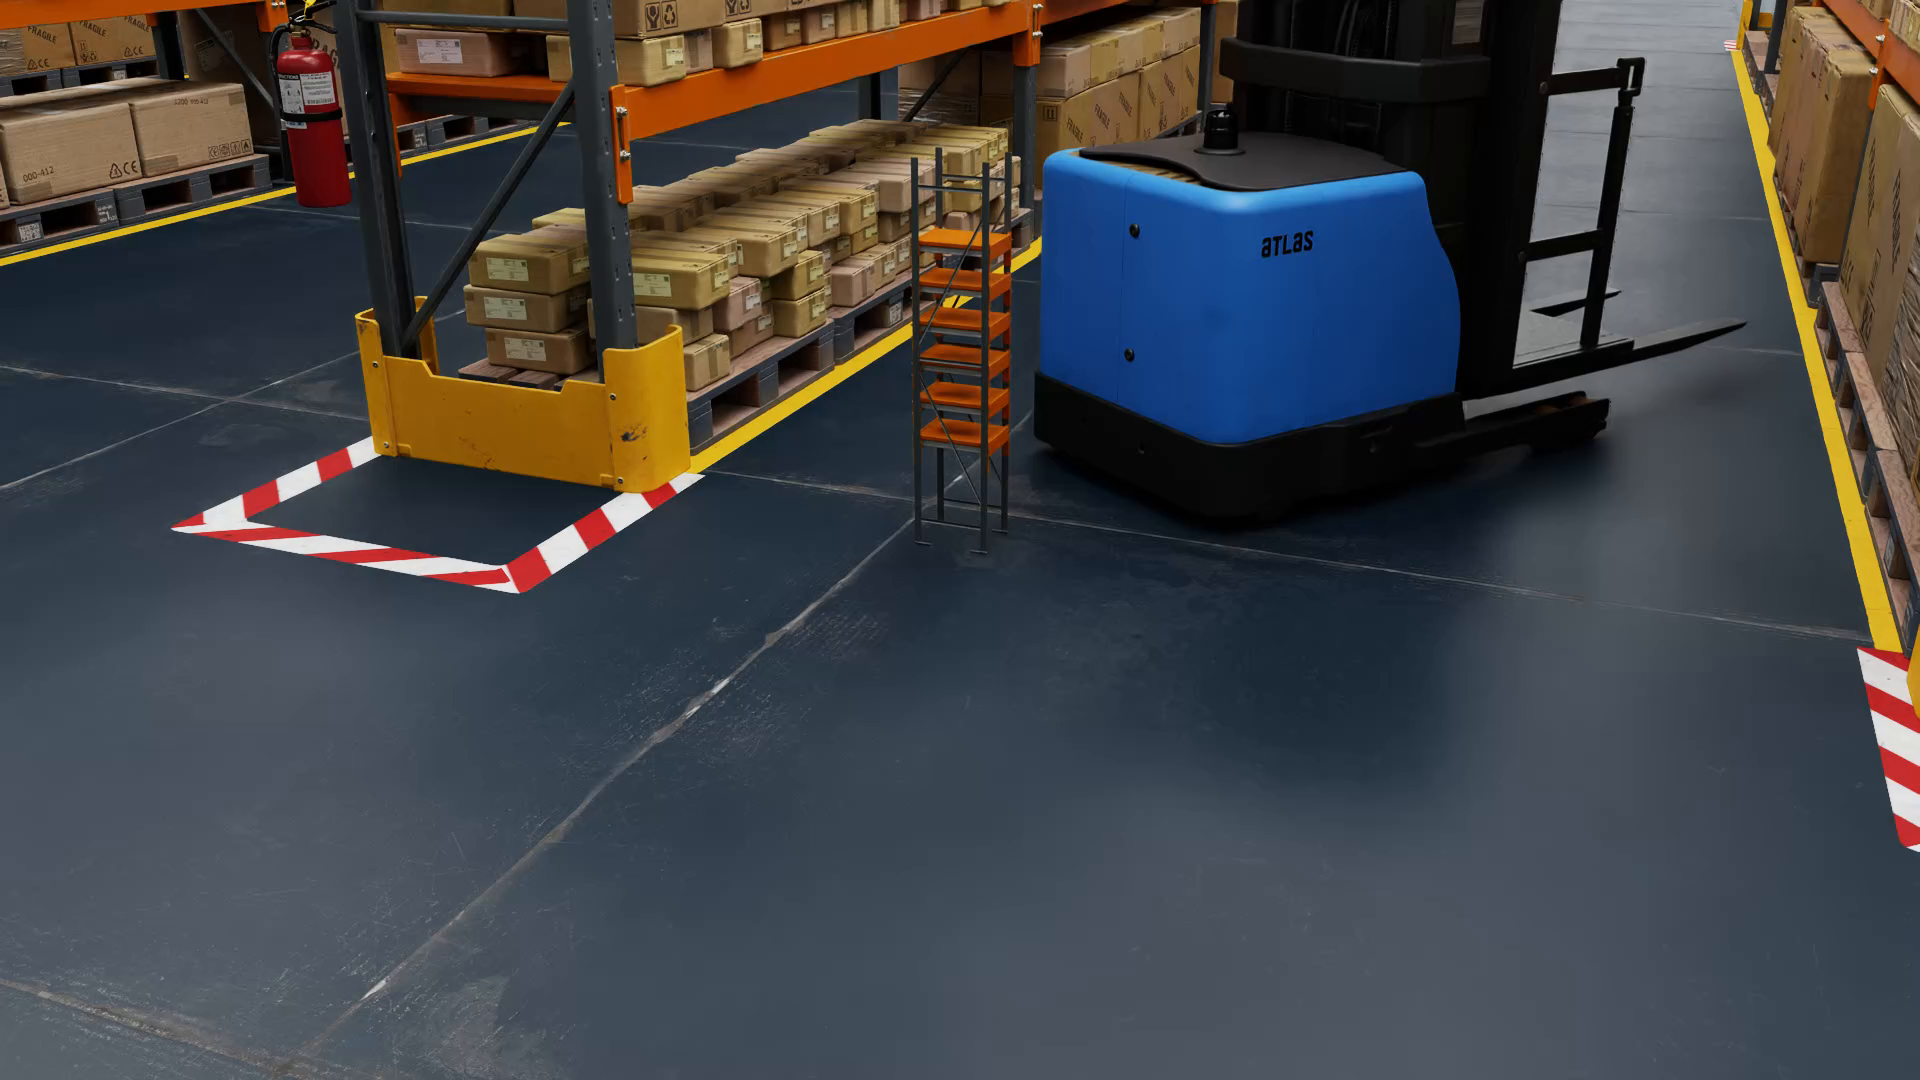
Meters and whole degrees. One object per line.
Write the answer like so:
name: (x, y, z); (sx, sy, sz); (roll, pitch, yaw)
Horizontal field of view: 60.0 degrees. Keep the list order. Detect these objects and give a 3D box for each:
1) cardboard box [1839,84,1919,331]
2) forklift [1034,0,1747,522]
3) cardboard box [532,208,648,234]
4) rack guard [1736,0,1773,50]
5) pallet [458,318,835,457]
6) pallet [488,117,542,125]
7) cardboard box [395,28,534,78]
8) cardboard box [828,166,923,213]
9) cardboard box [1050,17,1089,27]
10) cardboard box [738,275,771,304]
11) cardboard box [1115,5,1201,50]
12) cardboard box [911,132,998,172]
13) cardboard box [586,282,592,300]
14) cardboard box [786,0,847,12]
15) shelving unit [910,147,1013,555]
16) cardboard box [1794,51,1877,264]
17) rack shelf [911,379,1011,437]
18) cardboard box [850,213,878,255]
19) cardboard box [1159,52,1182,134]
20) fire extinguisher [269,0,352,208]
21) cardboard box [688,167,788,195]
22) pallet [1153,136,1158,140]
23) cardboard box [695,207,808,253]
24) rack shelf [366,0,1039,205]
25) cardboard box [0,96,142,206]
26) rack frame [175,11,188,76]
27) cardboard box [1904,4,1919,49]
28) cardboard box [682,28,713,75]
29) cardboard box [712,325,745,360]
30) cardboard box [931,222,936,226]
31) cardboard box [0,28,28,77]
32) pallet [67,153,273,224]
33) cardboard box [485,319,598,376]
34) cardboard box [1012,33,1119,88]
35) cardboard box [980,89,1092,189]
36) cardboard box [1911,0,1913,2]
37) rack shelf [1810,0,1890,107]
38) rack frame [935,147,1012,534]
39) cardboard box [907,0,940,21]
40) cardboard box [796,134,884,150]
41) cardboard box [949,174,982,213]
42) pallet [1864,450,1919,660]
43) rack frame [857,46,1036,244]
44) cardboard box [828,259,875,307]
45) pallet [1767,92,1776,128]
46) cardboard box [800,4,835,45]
cardboard box: (4.169, -1.325, 6.742); (0.875, 0.875, 0.875); (9, 24, 20)
forklift: (1.778, -1.828, 5.824); (3.031, 2.935, 1.130); (-14, 27, -30)
cardboard box: (-1.479, -1.222, 6.666); (0.380, 0.149, 0.250); (8, 24, 19)
rack guard: (8.917, -5.450, 17.649); (1.175, 0.500, 0.348); (9, 24, 20)
pallet: (-1.202, -0.677, 6.598); (1.003, 0.211, 1.213); (9, 24, 20)
pallet: (-3.590, -3.628, 13.663); (1.003, 0.211, 1.213); (9, 24, 20)
cardboard box: (-1.707, -1.692, 5.736); (0.380, 0.149, 0.250); (9, 24, 20)
cardboard box: (-0.386, -1.593, 7.555); (0.380, 0.149, 0.250); (8, 24, 18)
cardboard box: (0.541, -3.331, 11.059); (0.500, 0.250, 0.500); (9, 24, 20)
cardboard box: (-0.969, -1.008, 6.538); (0.380, 0.149, 0.250); (9, 24, 21)
cardboard box: (1.396, -3.618, 11.745); (0.500, 0.250, 0.500); (8, 24, 19)
cardboard box: (-0.028, -1.974, 8.465); (0.380, 0.149, 0.250); (9, 24, 21)
cardboard box: (-1.487, -0.982, 6.478); (0.380, 0.149, 0.250); (8, 24, 19)
cardboard box: (-0.773, -2.324, 6.407); (0.500, 0.500, 0.500); (9, 24, 21)
shelving unit: (0.005, -0.559, 5.031); (0.258, 1.200, 0.189); (9, 24, 20)
cardboard box: (4.707, -1.782, 7.835); (1.225, 0.875, 0.875); (9, 24, 20)
rack shelf: (0.005, -0.407, 5.095); (0.258, 0.103, 0.180); (9, 24, 20)
cardboard box: (-0.591, -1.391, 7.456); (0.380, 0.149, 0.250); (10, 25, 23)
cardboard box: (1.208, -3.096, 11.469); (0.500, 0.500, 0.500); (10, 25, 22)
fire extinguisher: (-2.087, -1.419, 5.340); (0.296, 0.674, 0.183); (9, 24, 20)
cardboard box: (-1.004, -1.586, 7.538); (0.380, 0.149, 0.250); (9, 24, 20)
pallet: (0.660, -2.513, 10.992); (1.003, 0.211, 1.213); (9, 24, 20)
cardboard box: (-0.837, -1.231, 6.688); (0.380, 0.149, 0.250); (8, 24, 17)
rack shelf: (-0.822, -2.035, 7.163); (1.077, 0.370, 4.000); (9, 24, 20)
cardboard box: (-5.378, -2.237, 9.493); (0.875, 0.438, 0.875); (8, 24, 18)
rack frame: (-7.837, -5.896, 15.473); (1.000, 3.000, 0.127); (9, 24, 20)
cardboard box: (3.875, -1.974, 6.409); (0.380, 0.149, 0.250); (10, 25, 22)
cardboard box: (-1.084, -1.701, 5.757); (0.380, 0.149, 0.250); (10, 25, 22)
cardboard box: (-1.052, -0.776, 6.371); (0.380, 0.149, 0.250); (9, 24, 20)
cardboard box: (-0.332, -1.510, 8.127); (0.380, 0.149, 0.250); (8, 24, 19)
cardboard box: (-8.358, -4.200, 14.112); (0.500, 0.500, 0.500); (8, 24, 18)
pallet: (-5.068, -2.207, 10.261); (1.003, 0.211, 1.213); (9, 24, 20)
cardboard box: (-1.563, -0.748, 6.302); (0.380, 0.149, 0.250); (9, 24, 21)
cardboard box: (0.636, -2.886, 9.994); (0.500, 0.250, 0.500); (9, 24, 22)
cardboard box: (0.441, -2.349, 9.681); (0.500, 0.500, 0.500); (10, 25, 22)
cardboard box: (4.070, -2.274, 6.610); (0.500, 0.250, 0.500); (8, 24, 19)
rack shelf: (5.231, -2.720, 8.803); (1.077, 0.370, 4.000); (9, 24, 20)
rack frame: (0.039, -0.592, 5.110); (0.240, 1.200, 0.006); (9, 24, 20)
cardboard box: (-0.309, -2.446, 7.540); (0.380, 0.149, 0.250); (8, 24, 18)
cardboard box: (-0.605, -1.954, 8.418); (0.380, 0.149, 0.250); (8, 24, 19)
cardboard box: (-0.073, -1.743, 8.299); (0.380, 0.149, 0.250); (8, 24, 18)
pallet: (3.227, 0.085, 4.774); (1.003, 0.211, 1.213); (9, 24, 20)
rack frame: (-0.079, -3.083, 8.738); (1.000, 3.000, 0.127); (9, 24, 20)
cardboard box: (-0.590, -1.124, 7.202); (0.380, 0.149, 0.250); (8, 24, 17)
pallet: (6.720, -3.195, 12.626); (1.003, 0.211, 1.213); (9, 24, 20)
cardboard box: (-0.724, -2.080, 6.664); (0.380, 0.149, 0.250); (8, 24, 19)
